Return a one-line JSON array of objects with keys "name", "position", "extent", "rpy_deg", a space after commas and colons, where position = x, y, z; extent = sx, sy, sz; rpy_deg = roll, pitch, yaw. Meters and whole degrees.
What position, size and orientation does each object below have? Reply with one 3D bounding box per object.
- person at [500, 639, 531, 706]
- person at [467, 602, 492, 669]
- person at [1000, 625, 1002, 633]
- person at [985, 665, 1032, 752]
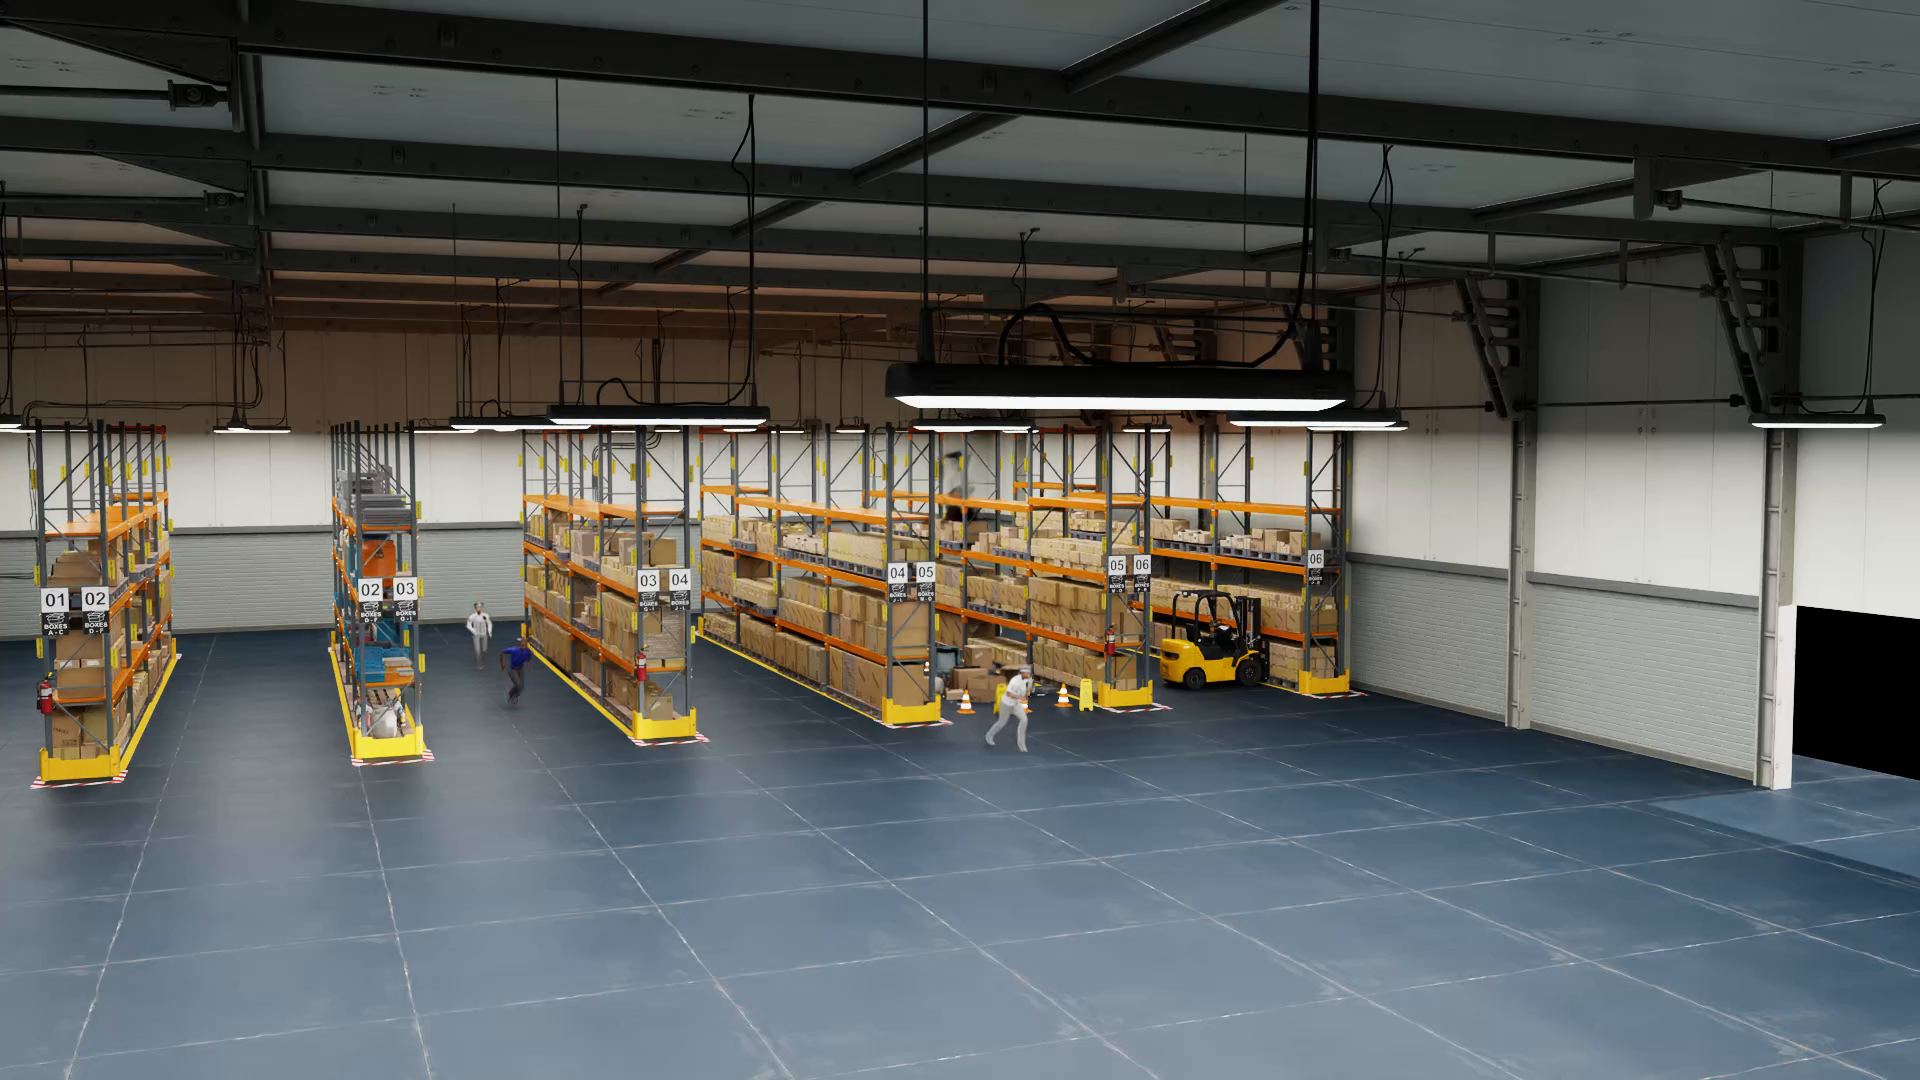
[{"name": "person", "position": [-9.348, 2.794, 35.005], "extent": [0.601, 1.486, 0.852], "rpy_deg": [-3, 5, -43]}, {"name": "person", "position": [-11.836, 2.347, 40.983], "extent": [0.616, 1.659, 0.554], "rpy_deg": [-2, 4, -23]}, {"name": "person", "position": [0.826, 1.847, 47.863], "extent": [0.724, 1.794, 0.953], "rpy_deg": [-2, 4, -32]}, {"name": "person", "position": [0.899, 3.065, 30.406], "extent": [0.969, 1.622, 0.618], "rpy_deg": [2, 4, 33]}]
